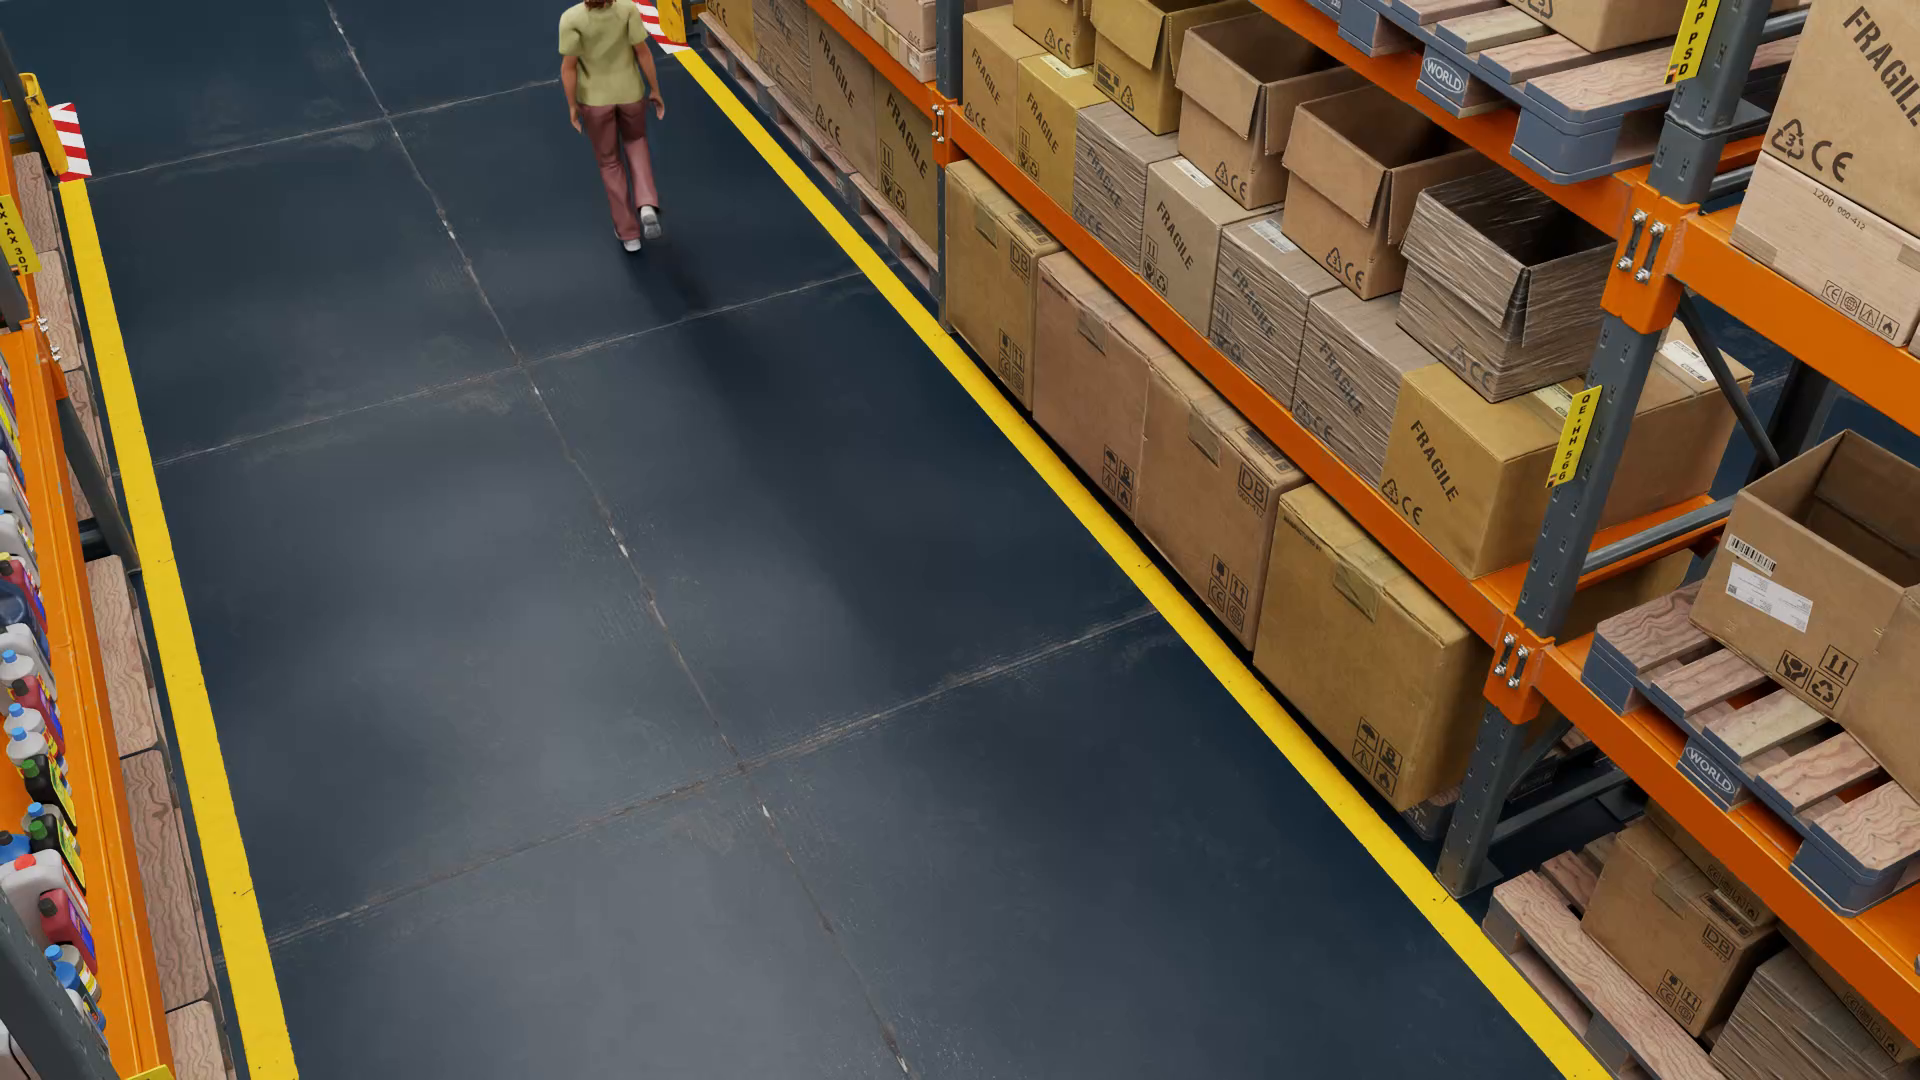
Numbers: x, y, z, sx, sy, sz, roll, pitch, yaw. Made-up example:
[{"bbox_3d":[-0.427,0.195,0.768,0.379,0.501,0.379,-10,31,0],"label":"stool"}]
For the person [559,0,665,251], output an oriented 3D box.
[{"bbox_3d":[-1.824,-2.315,8.748,0.501,1.665,0.469,-17,44,-18],"label":"person"}]
